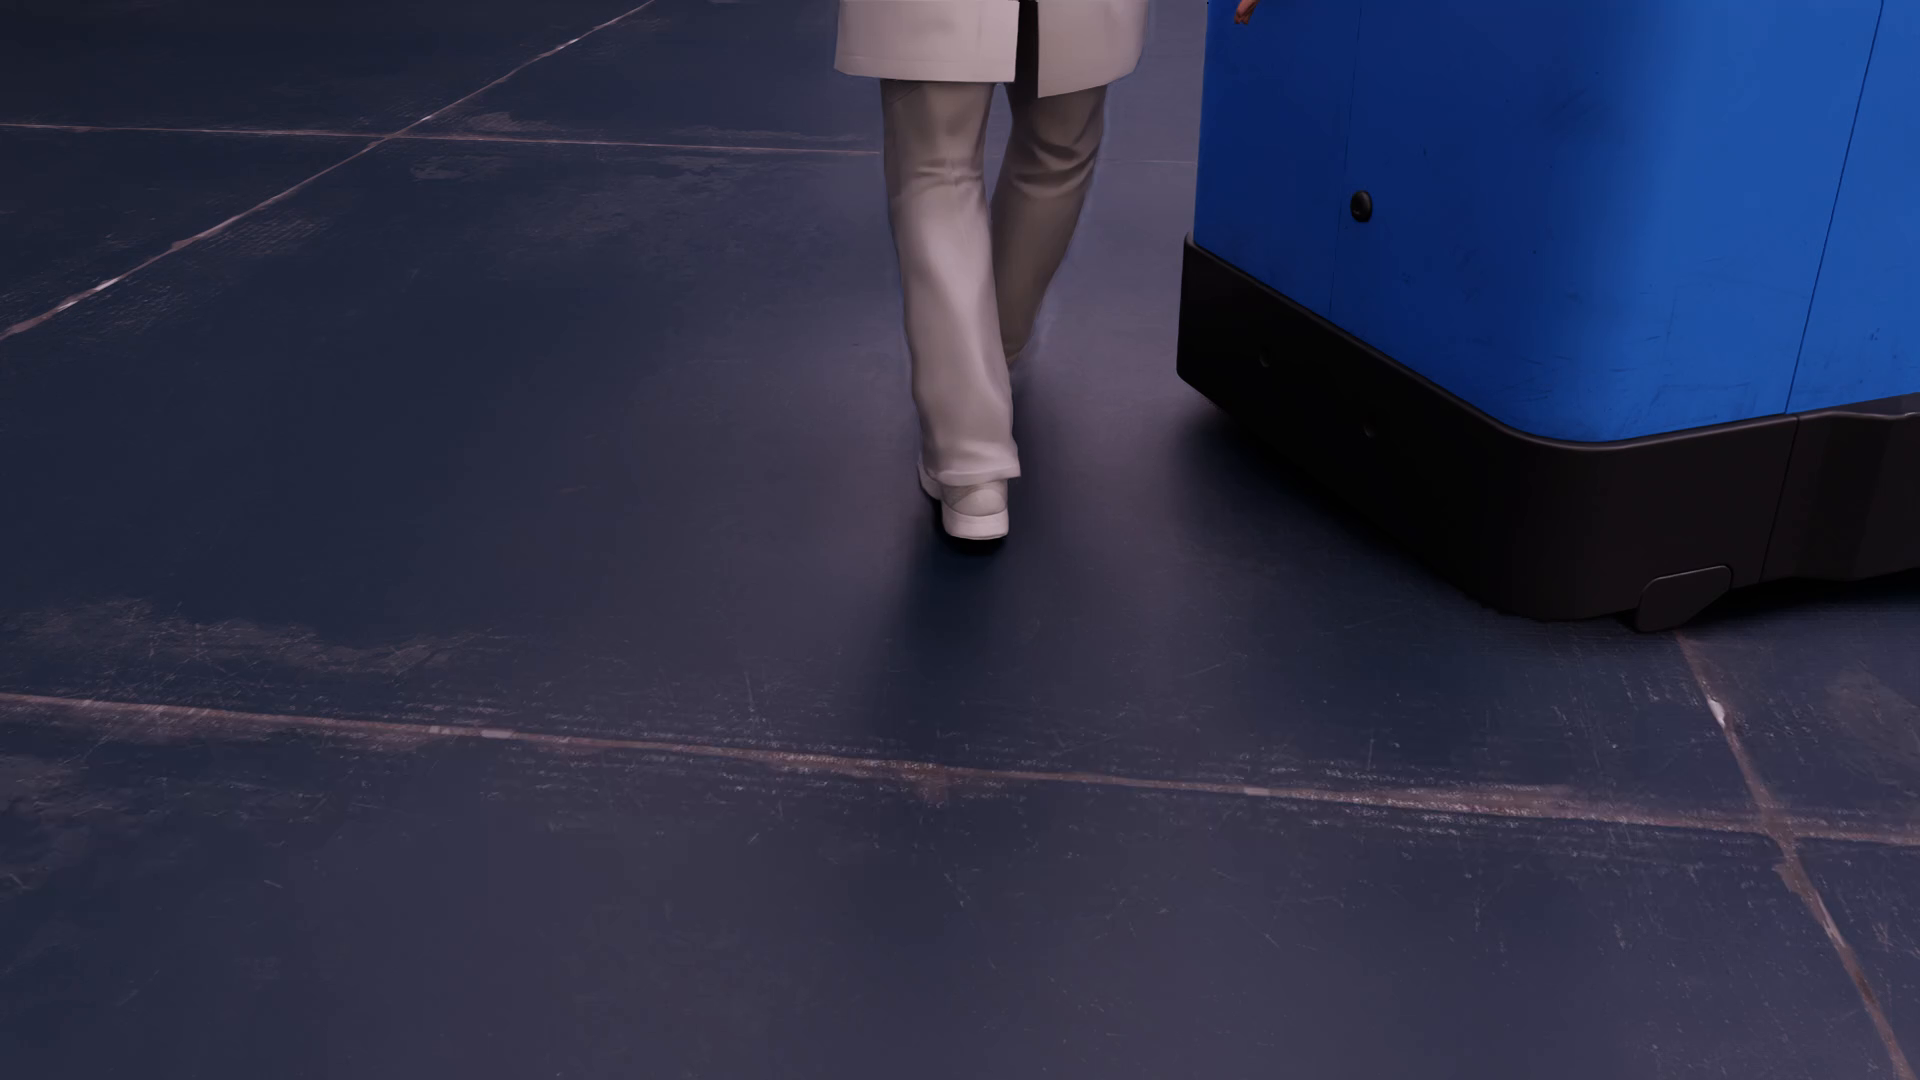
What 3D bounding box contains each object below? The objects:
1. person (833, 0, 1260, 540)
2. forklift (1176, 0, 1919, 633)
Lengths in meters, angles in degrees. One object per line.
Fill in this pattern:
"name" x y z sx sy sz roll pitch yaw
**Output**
"person" 0.037 -0.966 2.494 0.783 1.741 0.919 -4 27 -8
"forklift" 1.955 -1.581 2.386 3.031 2.935 1.130 -9 28 -18
